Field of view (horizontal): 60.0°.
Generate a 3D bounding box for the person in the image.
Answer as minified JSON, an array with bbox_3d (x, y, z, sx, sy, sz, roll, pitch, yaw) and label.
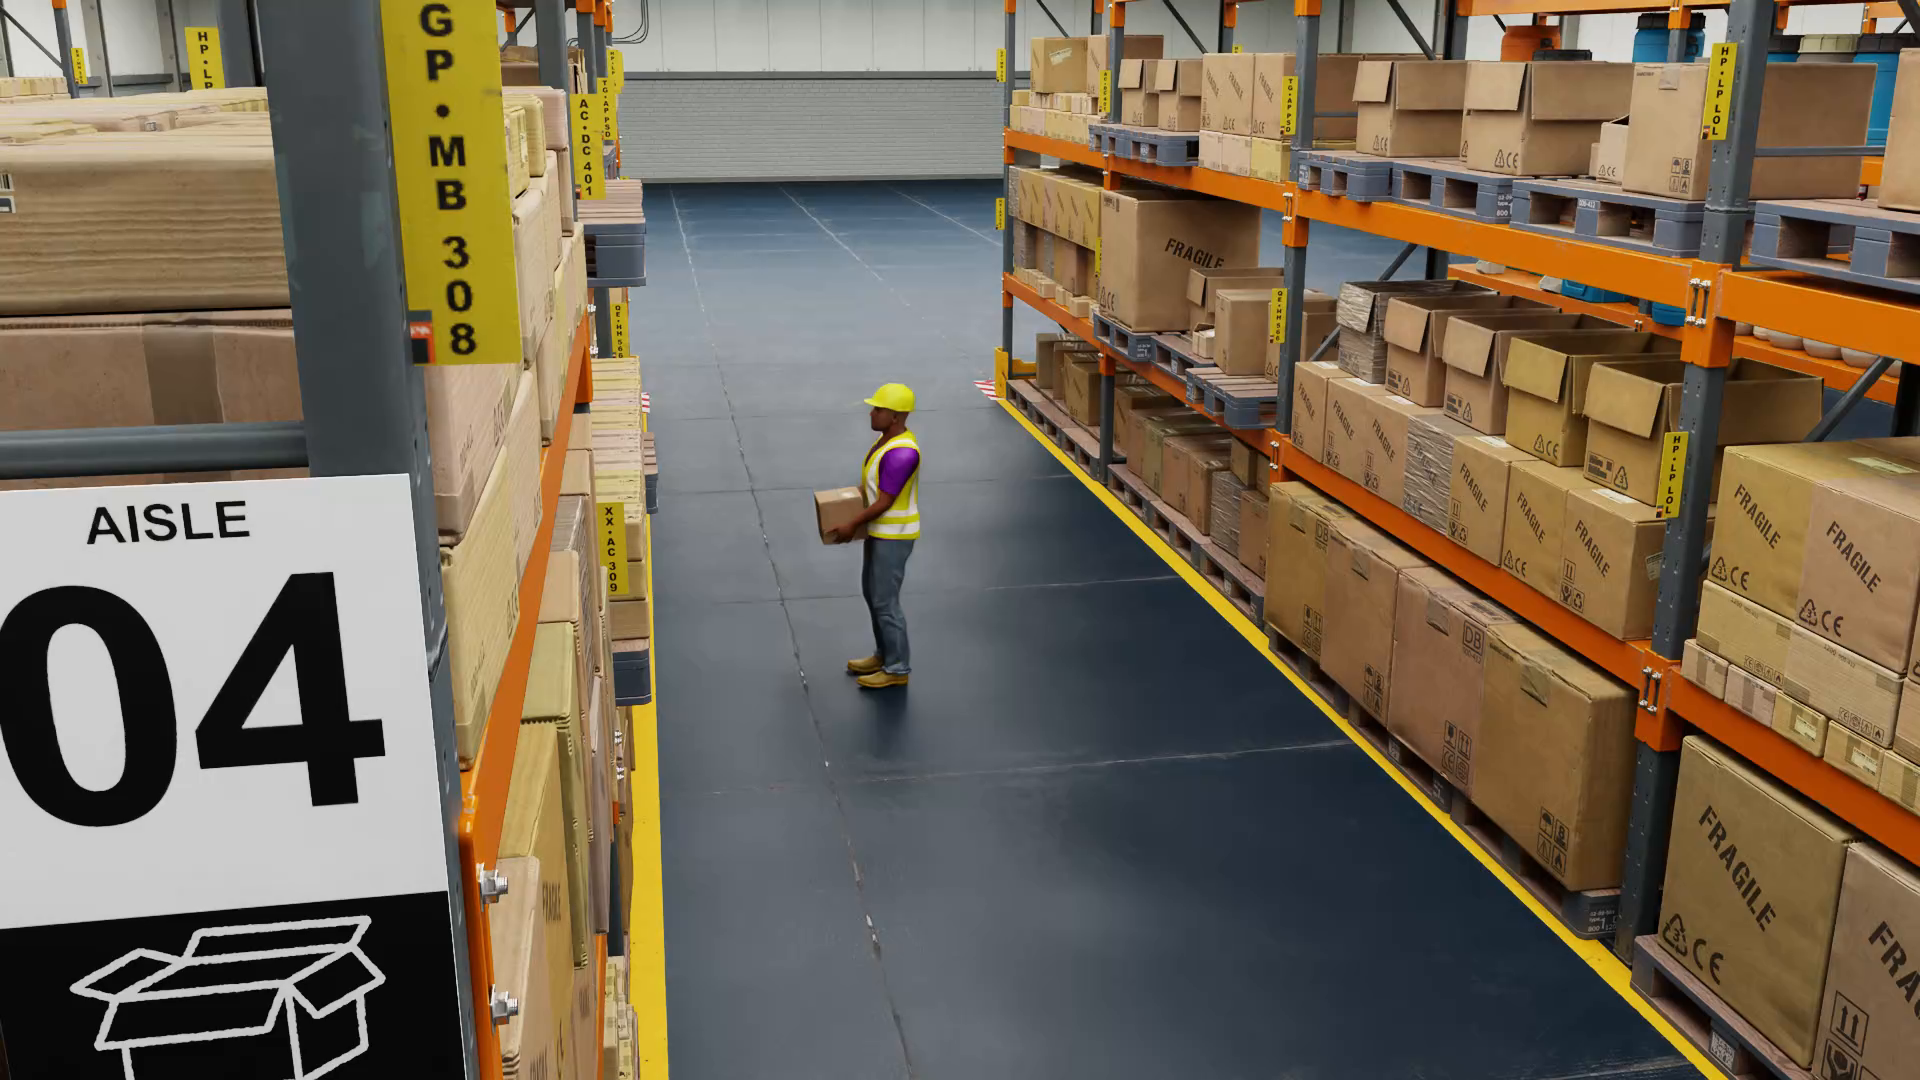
[{"bbox_3d":[-0.506,-0.028,9.587,0.567,1.769,0.528,-3,17,-11],"label":"person"}]
